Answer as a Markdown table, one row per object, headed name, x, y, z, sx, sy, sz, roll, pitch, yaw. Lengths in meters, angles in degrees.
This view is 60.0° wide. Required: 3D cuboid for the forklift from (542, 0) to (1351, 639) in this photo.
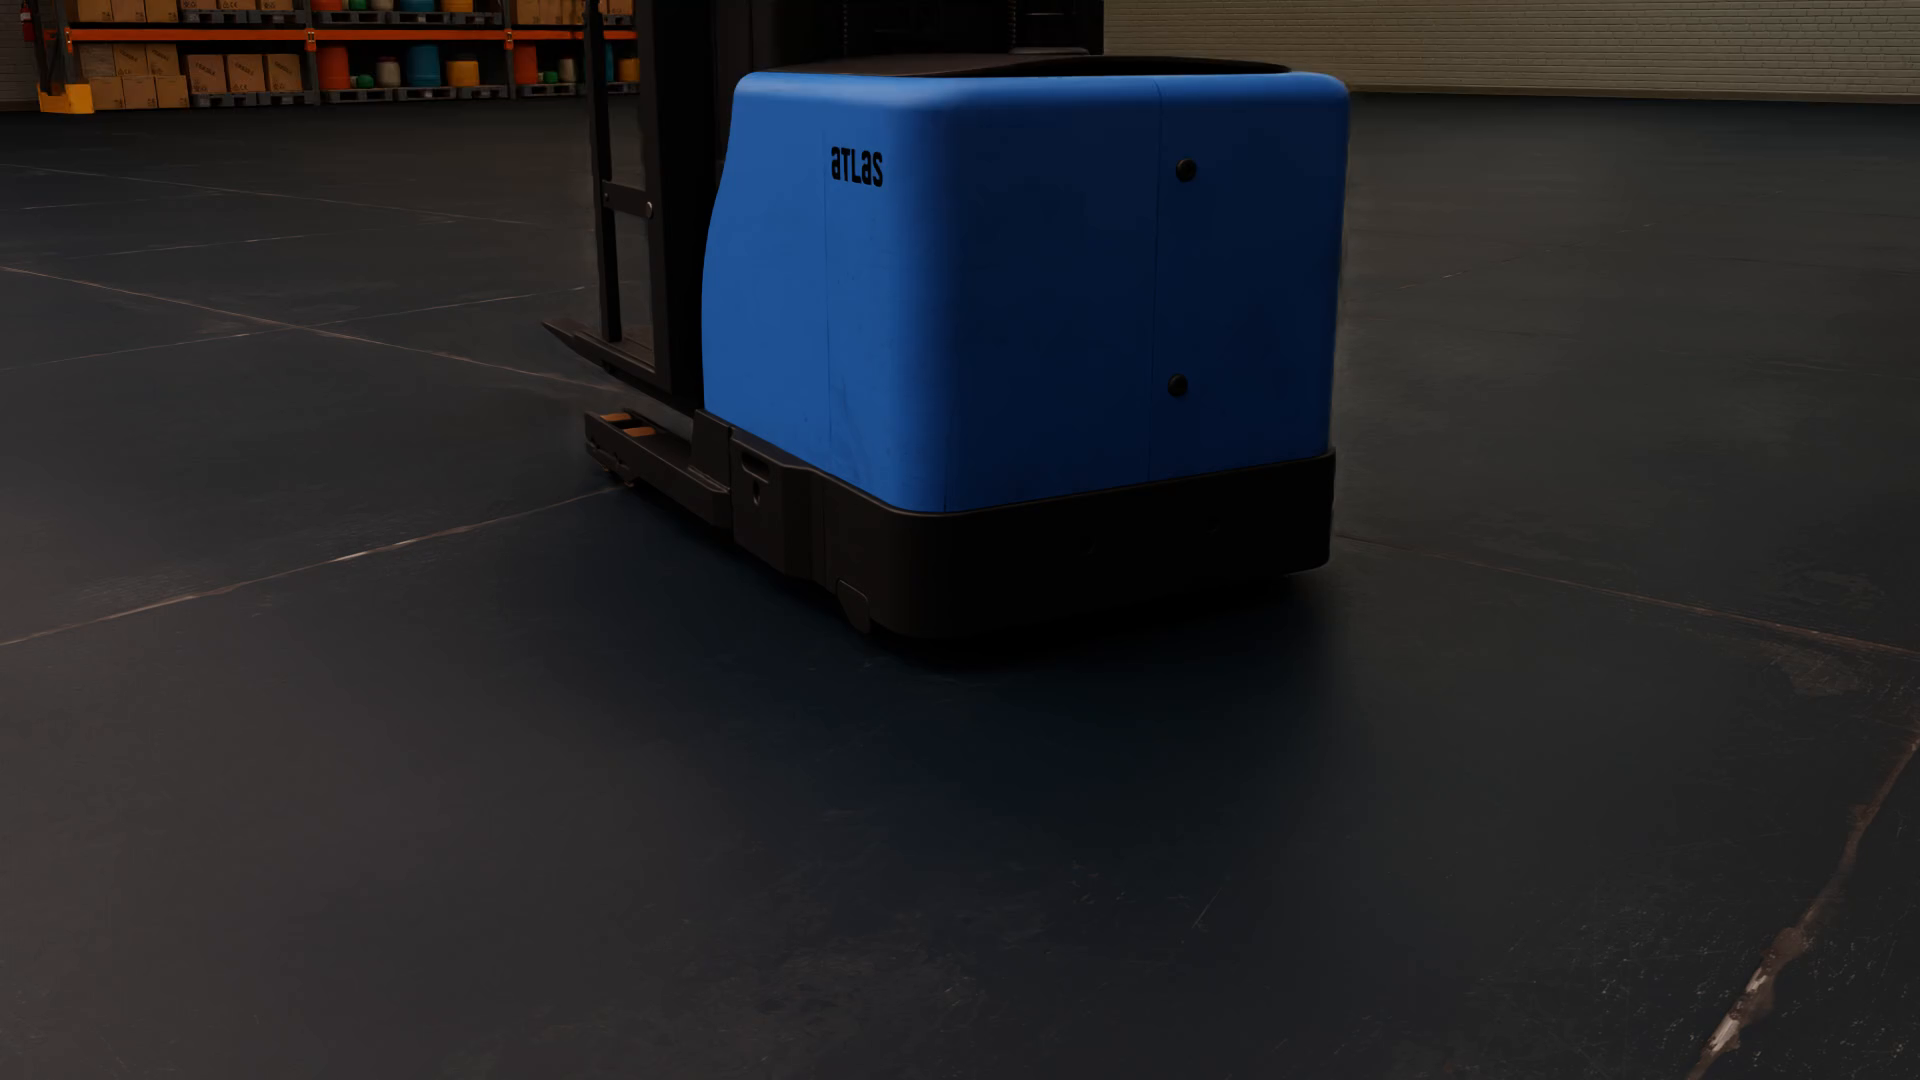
| name | x | y | z | sx | sy | sz | roll | pitch | yaw |
| --- | --- | --- | --- | --- | --- | --- | --- | --- | --- |
| forklift | -0.371 | -1.595 | 4.151 | 1.130 | 2.935 | 3.031 | -9 | 19 | -28 |
